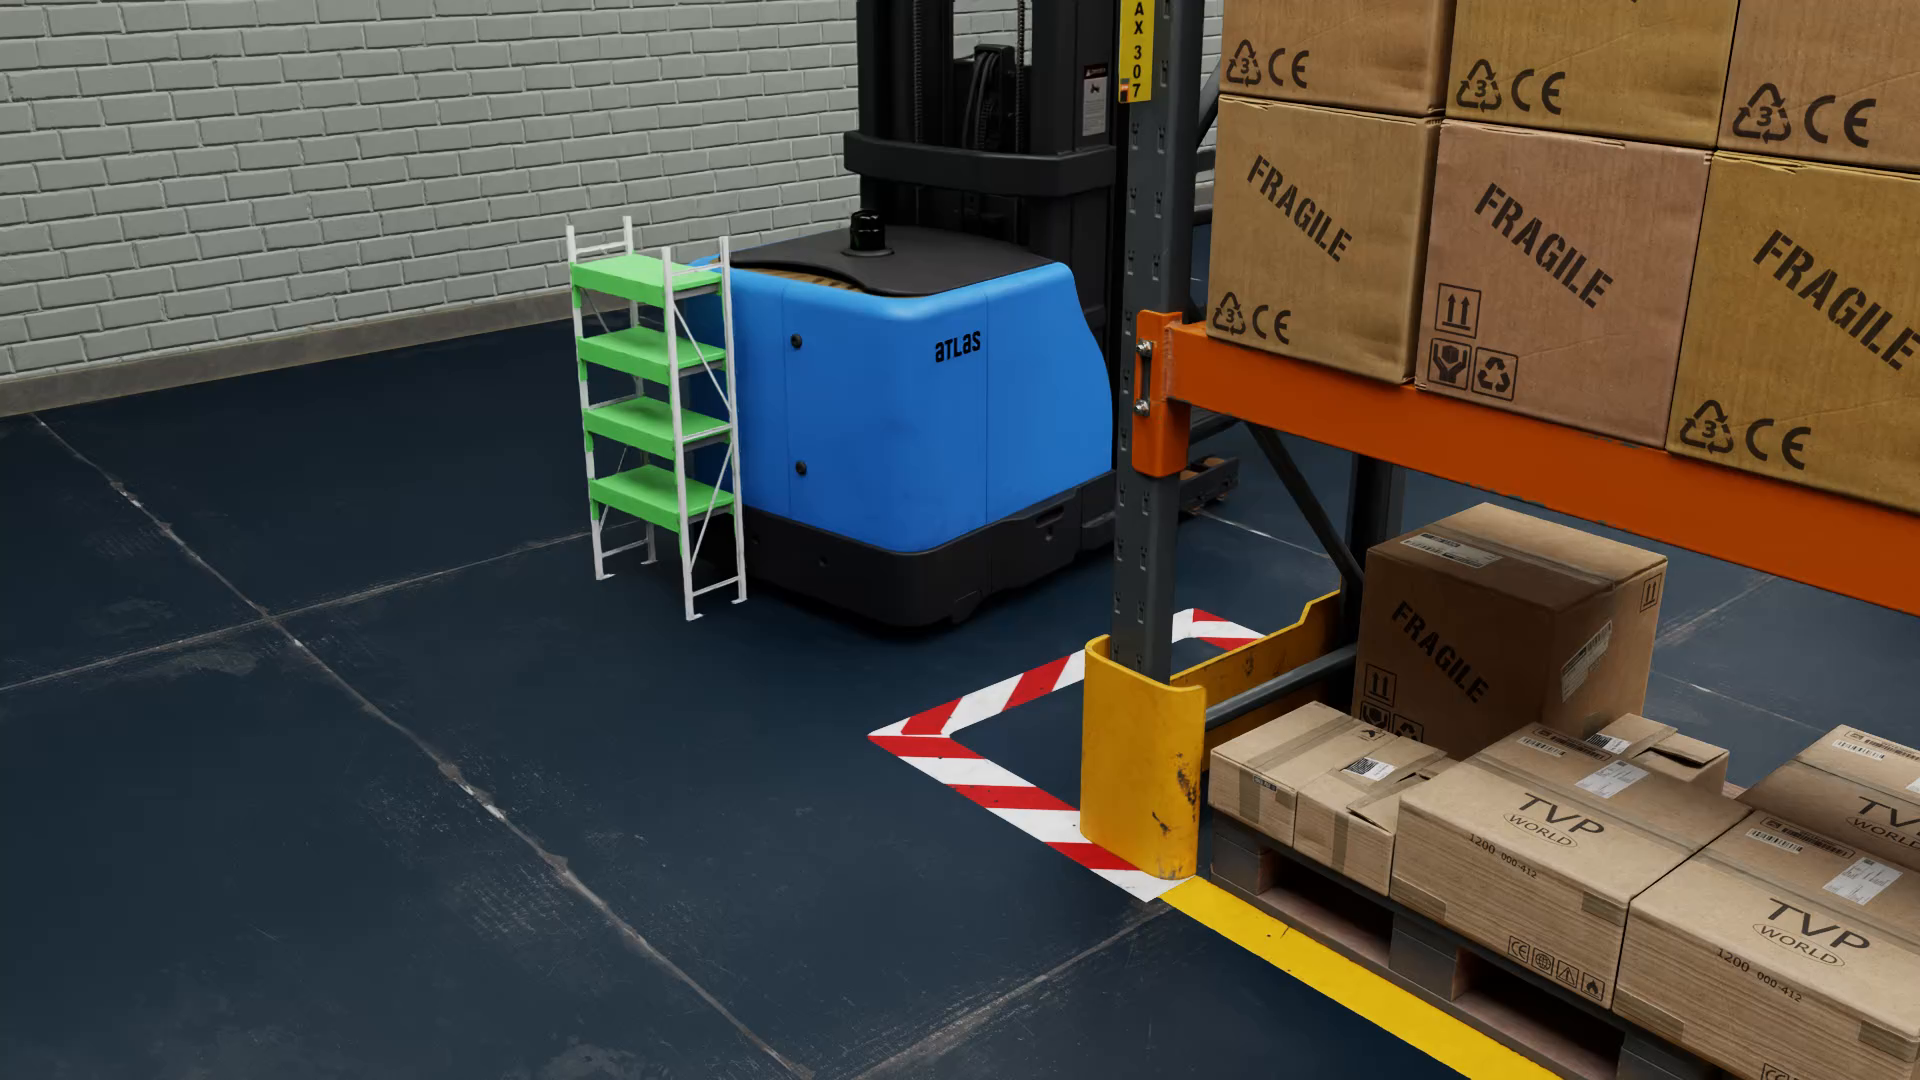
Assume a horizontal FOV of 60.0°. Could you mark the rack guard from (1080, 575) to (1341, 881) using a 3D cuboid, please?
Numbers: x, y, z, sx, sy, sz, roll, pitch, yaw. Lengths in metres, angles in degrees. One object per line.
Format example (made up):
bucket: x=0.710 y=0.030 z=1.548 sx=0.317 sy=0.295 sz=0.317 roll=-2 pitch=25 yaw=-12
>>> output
rack guard: x=0.826 y=0.395 z=4.289 sx=1.175 sy=0.500 sz=0.348 roll=-17 pitch=27 yaw=-37

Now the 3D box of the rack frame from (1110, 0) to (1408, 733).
rack frame: x=0.777 y=-0.790 z=3.887 sx=1.000 sy=3.000 sz=0.127 roll=-17 pitch=27 yaw=-37

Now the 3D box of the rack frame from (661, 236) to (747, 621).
rack frame: x=-0.790 y=-0.331 z=5.184 sx=0.015 sy=1.200 sz=0.240 roll=19 pitch=28 yaw=40

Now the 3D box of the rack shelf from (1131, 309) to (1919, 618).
rack shelf: x=2.082 y=0.098 z=2.608 sx=1.077 sy=0.370 sz=4.000 roll=-17 pitch=27 yaw=-37

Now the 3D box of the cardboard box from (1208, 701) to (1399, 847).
cardboard box: x=0.790 y=0.530 z=3.823 sx=0.380 sy=0.149 sz=0.250 roll=-17 pitch=27 yaw=-37

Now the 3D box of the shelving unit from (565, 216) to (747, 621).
shelving unit: x=-0.968 y=-0.392 z=5.339 sx=0.503 sy=1.200 sz=0.258 roll=19 pitch=28 yaw=40

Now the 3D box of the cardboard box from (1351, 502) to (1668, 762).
cardboard box: x=1.318 y=0.261 z=4.029 sx=0.500 sy=0.500 sz=0.500 roll=-17 pitch=27 yaw=-37

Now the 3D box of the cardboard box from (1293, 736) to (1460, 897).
cardboard box: x=0.953 y=0.591 z=3.643 sx=0.380 sy=0.166 sz=0.250 roll=-17 pitch=27 yaw=-37

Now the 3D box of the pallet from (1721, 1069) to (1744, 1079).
pallet: x=2.140 y=1.087 z=2.920 sx=1.003 sy=0.211 sz=1.213 roll=-17 pitch=27 yaw=-37

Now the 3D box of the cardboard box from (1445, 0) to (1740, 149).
cardboard box: x=1.213 y=-0.974 z=2.849 sx=0.500 sy=0.500 sz=0.500 roll=-17 pitch=27 yaw=-37

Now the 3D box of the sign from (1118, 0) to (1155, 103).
sign: x=0.366 y=-1.064 z=3.399 sx=0.100 sy=0.325 sz=0.005 roll=-17 pitch=27 yaw=-37

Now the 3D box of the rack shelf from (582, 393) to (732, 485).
rack shelf: x=-0.968 y=-0.333 z=5.363 sx=0.480 sy=0.148 sz=0.258 roll=19 pitch=28 yaw=40

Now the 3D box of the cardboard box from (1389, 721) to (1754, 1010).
cardboard box: x=1.243 y=0.642 z=3.400 sx=0.500 sy=0.250 sz=0.500 roll=-17 pitch=27 yaw=-37

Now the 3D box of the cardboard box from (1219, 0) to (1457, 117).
cardboard box: x=0.867 y=-1.116 z=3.213 sx=0.500 sy=0.500 sz=0.500 roll=-16 pitch=27 yaw=-36

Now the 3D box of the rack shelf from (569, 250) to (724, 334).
rack shelf: x=-0.969 y=-0.780 z=5.187 sx=0.480 sy=0.148 sz=0.258 roll=19 pitch=28 yaw=40

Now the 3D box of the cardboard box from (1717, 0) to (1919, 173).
cardboard box: x=1.536 y=-0.834 z=2.493 sx=0.500 sy=0.500 sz=0.500 roll=-17 pitch=27 yaw=-37

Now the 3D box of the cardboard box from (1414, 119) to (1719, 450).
cardboard box: x=1.207 y=-0.510 z=3.035 sx=0.500 sy=0.500 sz=0.500 roll=-18 pitch=28 yaw=-38

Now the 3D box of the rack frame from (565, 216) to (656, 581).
rack frame: x=-1.146 y=-0.453 z=5.495 sx=0.015 sy=1.200 sz=0.240 roll=19 pitch=28 yaw=40

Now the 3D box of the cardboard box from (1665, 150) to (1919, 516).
cardboard box: x=1.533 y=-0.370 z=2.679 sx=0.500 sy=0.500 sz=0.500 roll=-18 pitch=27 yaw=-38

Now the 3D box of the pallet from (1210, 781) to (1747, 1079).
pallet: x=1.347 y=0.750 z=3.780 sx=1.003 sy=0.211 sz=1.213 roll=-17 pitch=27 yaw=-37

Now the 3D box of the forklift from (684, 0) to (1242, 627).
forklift: x=0.416 y=-1.562 z=5.954 sx=1.130 sy=2.935 sz=3.031 roll=17 pitch=27 yaw=36

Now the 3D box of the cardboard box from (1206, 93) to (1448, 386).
cardboard box: x=0.867 y=-0.651 z=3.396 sx=0.500 sy=0.500 sz=0.500 roll=-17 pitch=27 yaw=-36

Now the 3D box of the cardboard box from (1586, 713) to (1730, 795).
cardboard box: x=1.514 y=0.550 z=3.749 sx=0.380 sy=0.166 sz=0.250 roll=-17 pitch=27 yaw=-37

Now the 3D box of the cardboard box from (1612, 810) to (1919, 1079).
cardboard box: x=1.569 y=0.780 z=3.047 sx=0.500 sy=0.250 sz=0.500 roll=-17 pitch=27 yaw=-37

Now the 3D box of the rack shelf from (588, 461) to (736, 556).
rack shelf: x=-0.968 y=-0.109 z=5.450 sx=0.480 sy=0.148 sz=0.258 roll=19 pitch=28 yaw=40

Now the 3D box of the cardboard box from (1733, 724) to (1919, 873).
cardboard box: x=1.916 y=0.647 z=3.386 sx=0.500 sy=0.250 sz=0.500 roll=-17 pitch=27 yaw=-37

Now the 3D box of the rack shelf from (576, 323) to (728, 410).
rack shelf: x=-0.968 y=-0.556 z=5.275 sx=0.480 sy=0.148 sz=0.258 roll=19 pitch=28 yaw=40
